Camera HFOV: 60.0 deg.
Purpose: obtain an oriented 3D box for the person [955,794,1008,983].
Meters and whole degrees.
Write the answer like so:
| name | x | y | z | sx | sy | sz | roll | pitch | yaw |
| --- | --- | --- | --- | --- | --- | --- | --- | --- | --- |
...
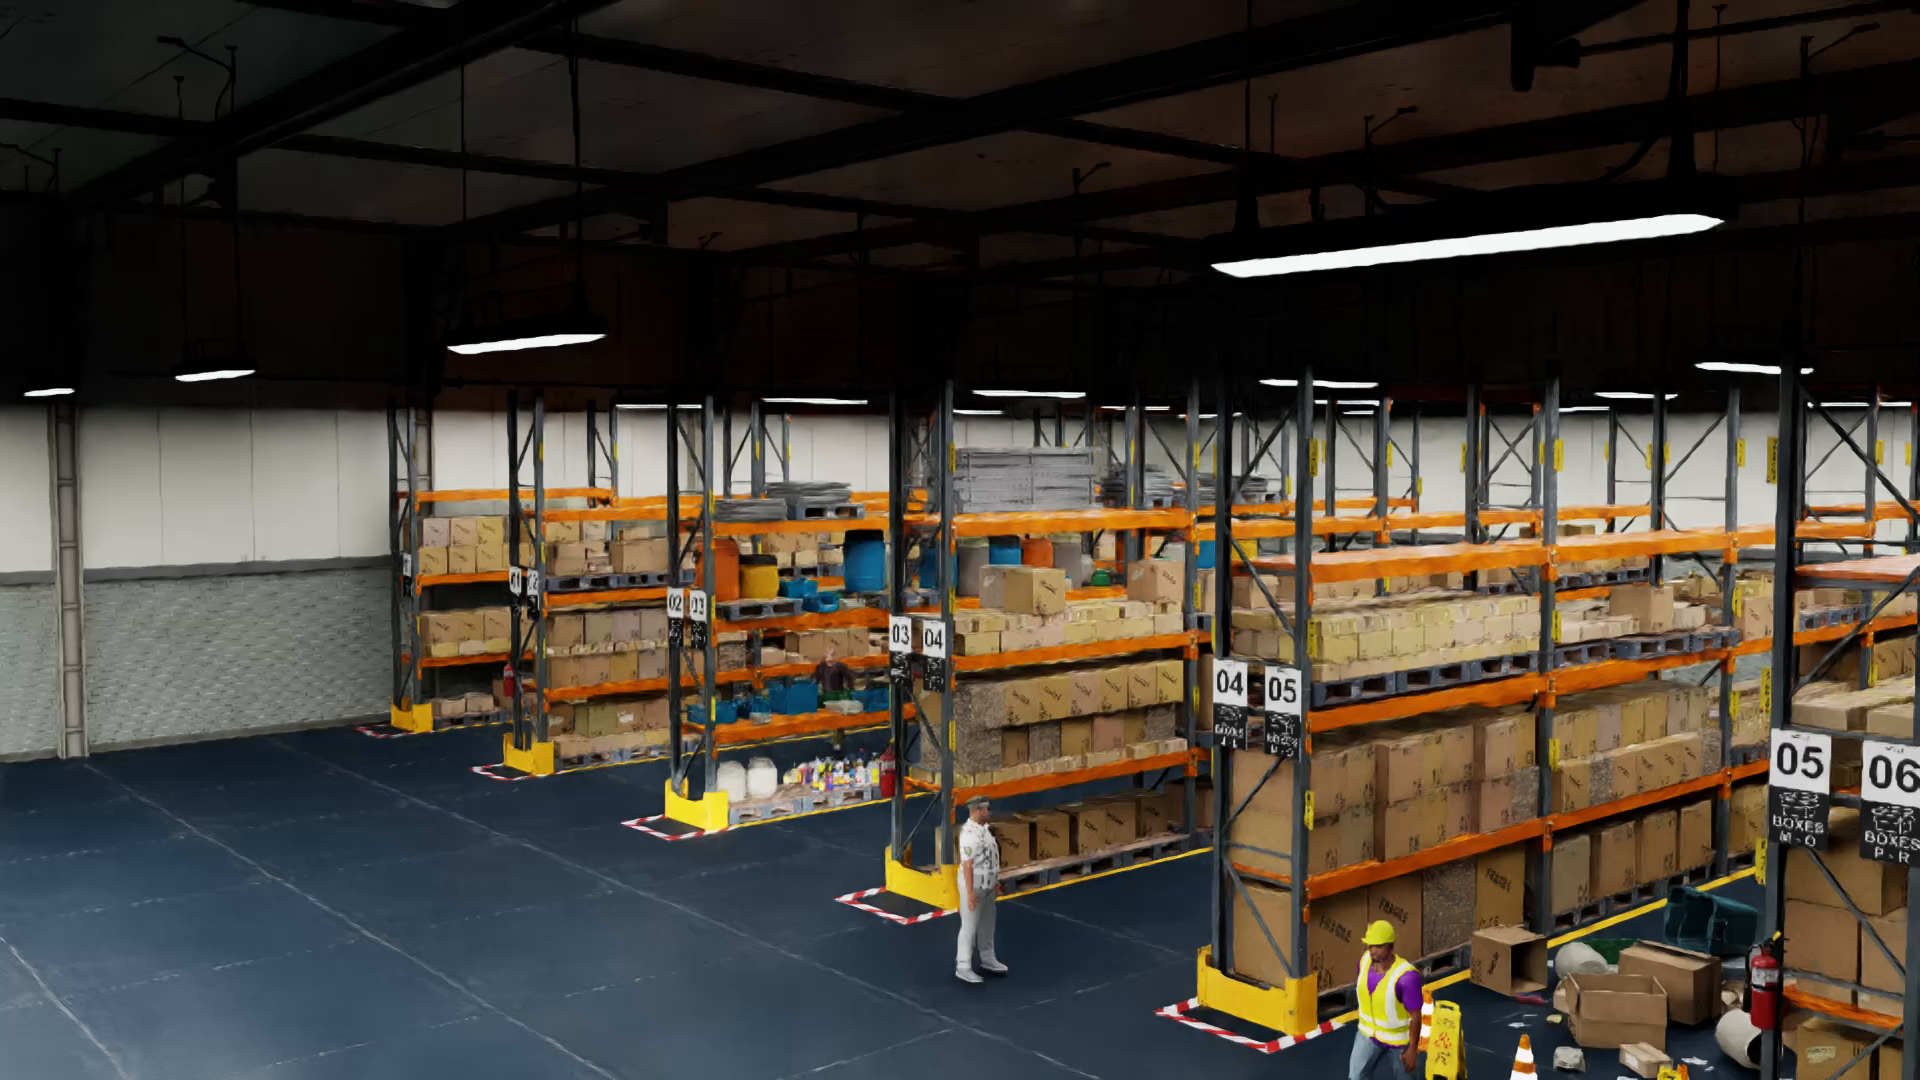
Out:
| name | x | y | z | sx | sy | sz | roll | pitch | yaw |
| --- | --- | --- | --- | --- | --- | --- | --- | --- | --- |
| person | 0.211 | 3.337 | 16.036 | 0.450 | 1.762 | 0.552 | 1 | 4 | 20 |

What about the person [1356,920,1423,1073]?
| name | x | y | z | sx | sy | sz | roll | pitch | yaw |
| --- | --- | --- | --- | --- | --- | --- | --- | --- | --- |
| person | 3.091 | 3.291 | 12.080 | 0.451 | 1.076 | 0.577 | -3 | 4 | -42 |

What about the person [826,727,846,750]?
| name | x | y | z | sx | sy | sz | roll | pitch | yaw |
| --- | --- | --- | --- | --- | --- | --- | --- | --- | --- |
| person | -2.089 | 2.998 | 28.127 | 0.667 | 1.027 | 0.891 | 2 | 4 | 33 |
